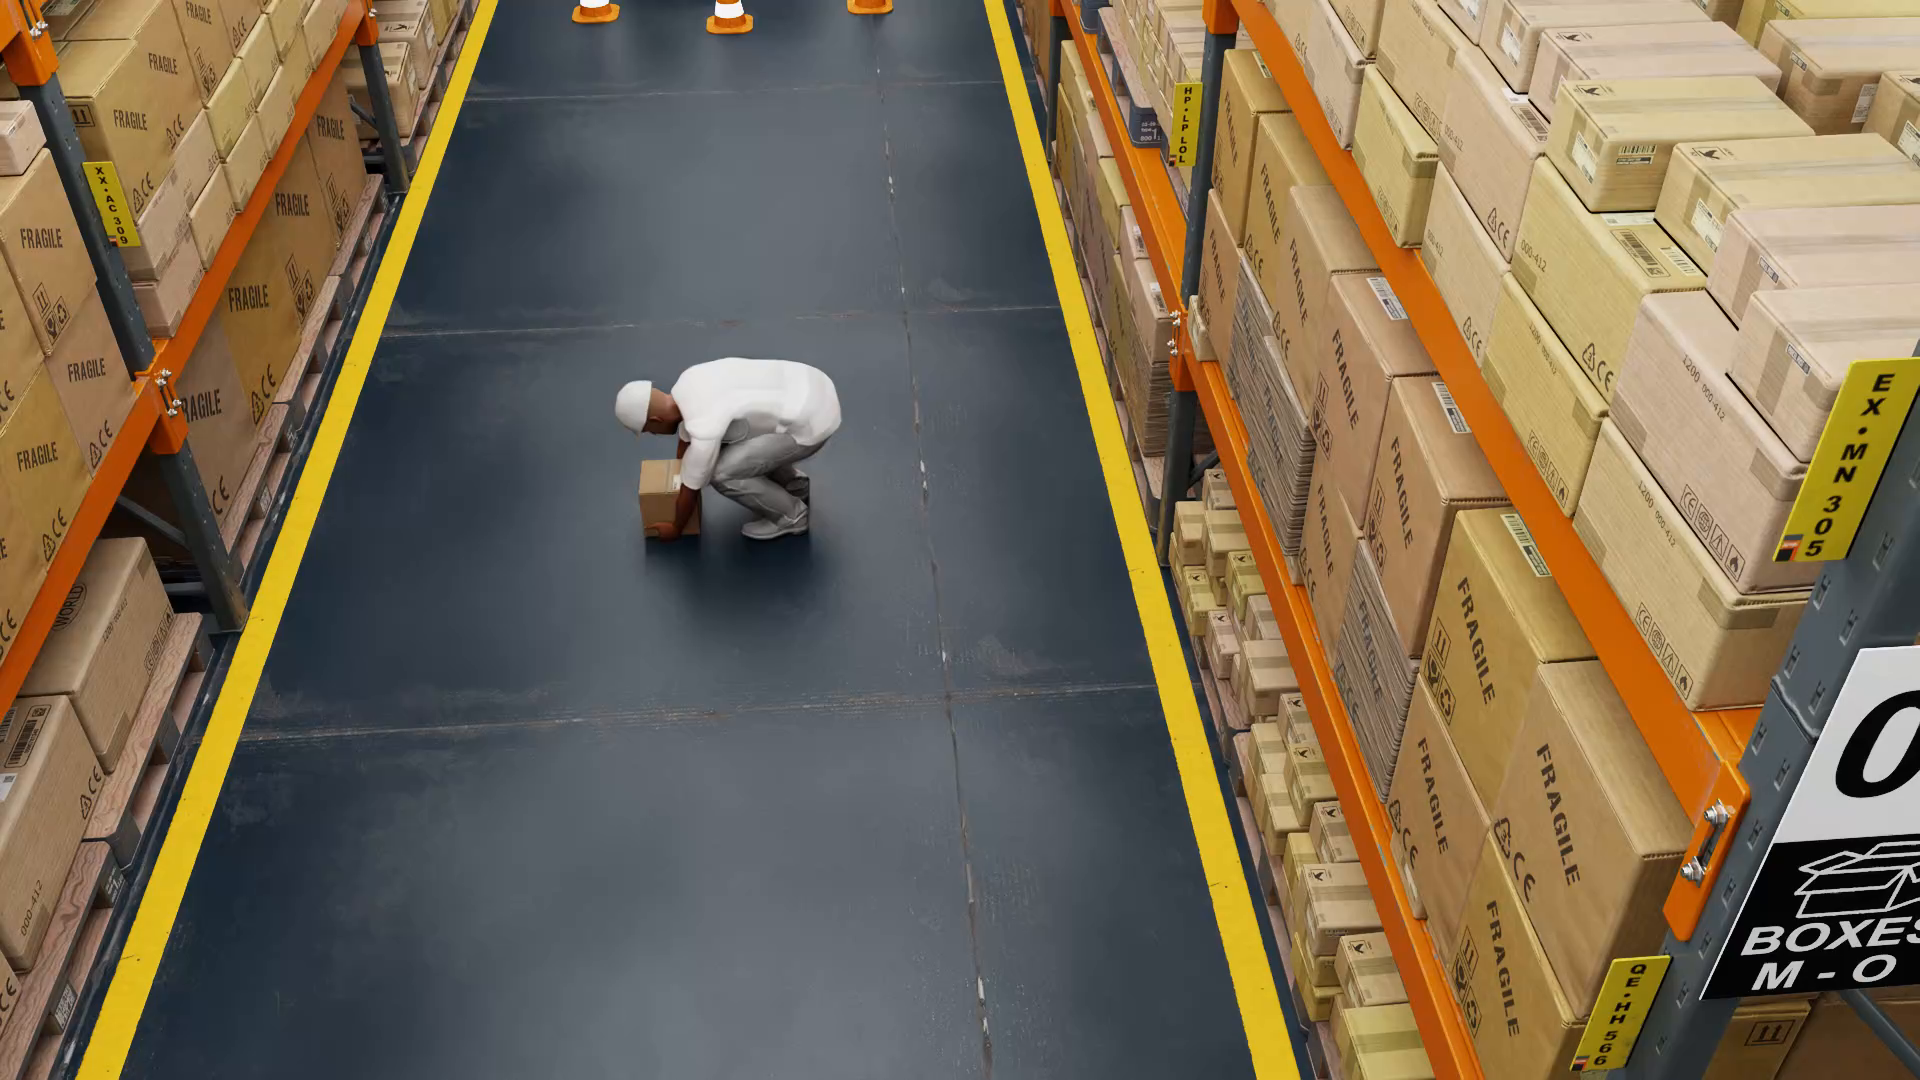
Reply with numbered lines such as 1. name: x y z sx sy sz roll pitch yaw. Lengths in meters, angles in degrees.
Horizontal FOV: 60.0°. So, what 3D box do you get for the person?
1. person: -1.017 -0.404 7.419 0.962 0.822 0.519 -4 39 -5
